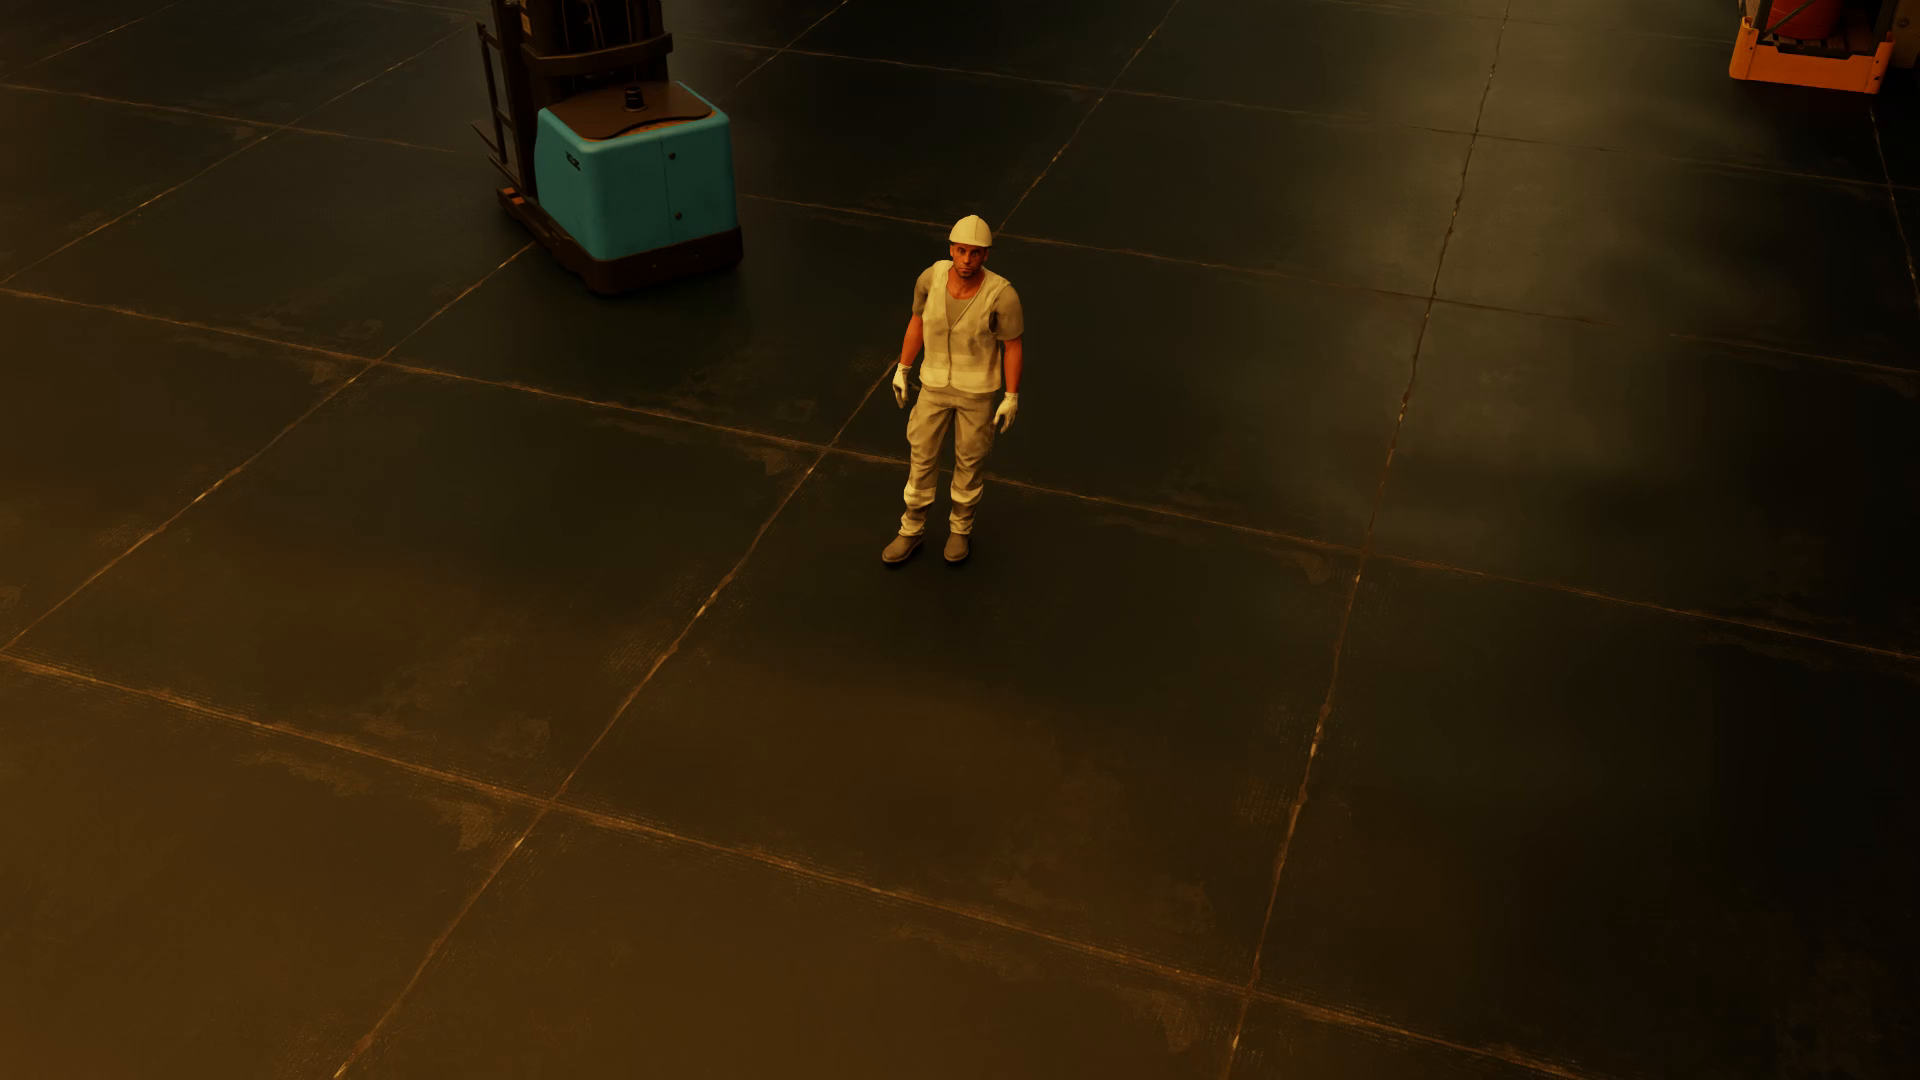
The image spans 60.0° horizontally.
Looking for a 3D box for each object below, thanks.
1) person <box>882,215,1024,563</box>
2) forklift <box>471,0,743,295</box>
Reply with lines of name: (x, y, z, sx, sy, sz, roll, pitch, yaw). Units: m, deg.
person: (-0.038, -0.694, 8.064, 0.637, 1.790, 0.562, 12, 37, 16)
forklift: (-2.673, -3.601, 11.190, 1.130, 2.935, 3.031, -20, 40, -26)
